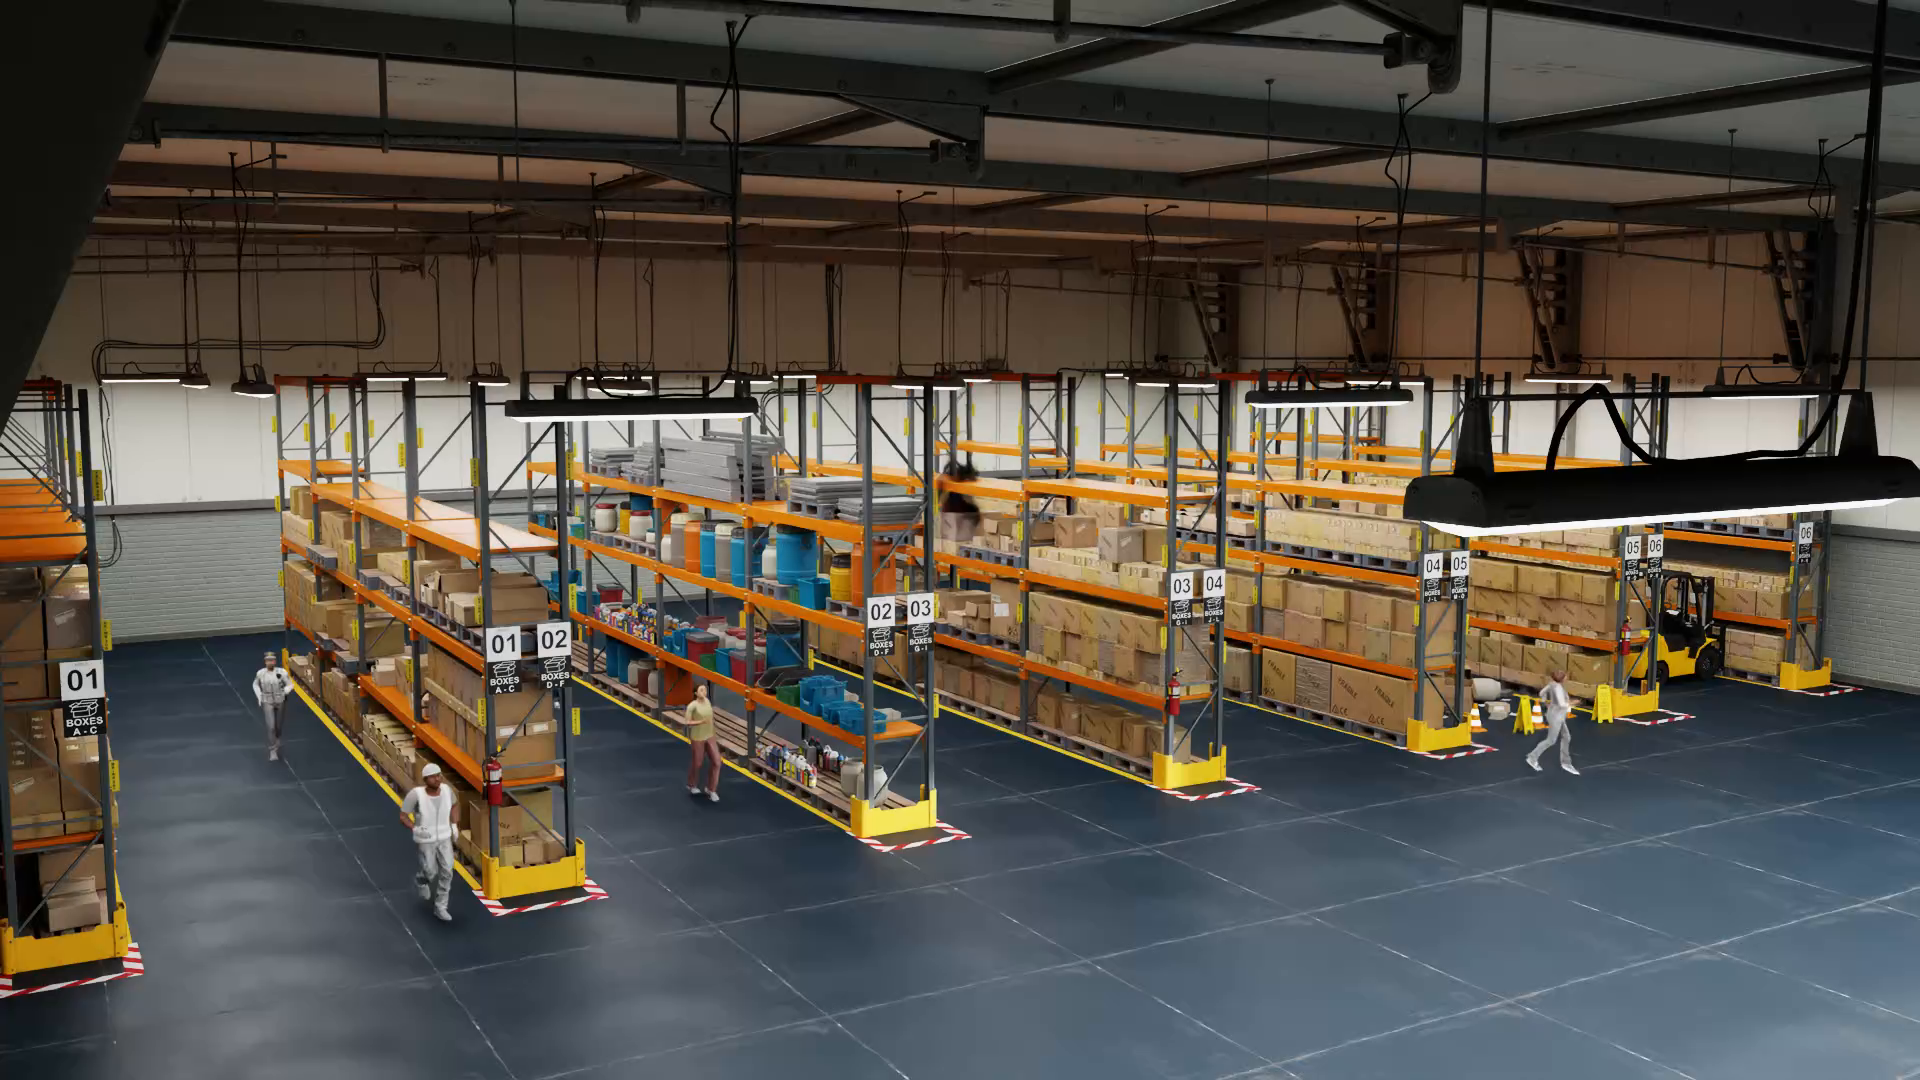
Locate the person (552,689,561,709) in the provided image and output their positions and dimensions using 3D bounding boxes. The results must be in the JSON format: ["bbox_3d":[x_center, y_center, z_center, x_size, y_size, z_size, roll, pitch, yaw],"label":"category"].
[{"bbox_3d":[-7.422,2.246,30.344,0.541,1.583,0.722,-3,7,-24],"label":"person"}]

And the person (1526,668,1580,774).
[{"bbox_3d":[9.049,2.755,25.306,0.762,1.631,0.565,1,6,13],"label":"person"}]

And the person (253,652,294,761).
[{"bbox_3d":[-10.889,2.591,26.402,0.608,1.705,0.812,-3,7,-23],"label":"person"}]

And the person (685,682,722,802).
[{"bbox_3d":[-3.711,2.890,23.889,0.557,1.705,0.691,-5,8,-40],"label":"person"}]

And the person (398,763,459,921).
[{"bbox_3d":[-6.013,3.403,18.938,0.719,1.764,0.746,-5,8,-38],"label":"person"}]
